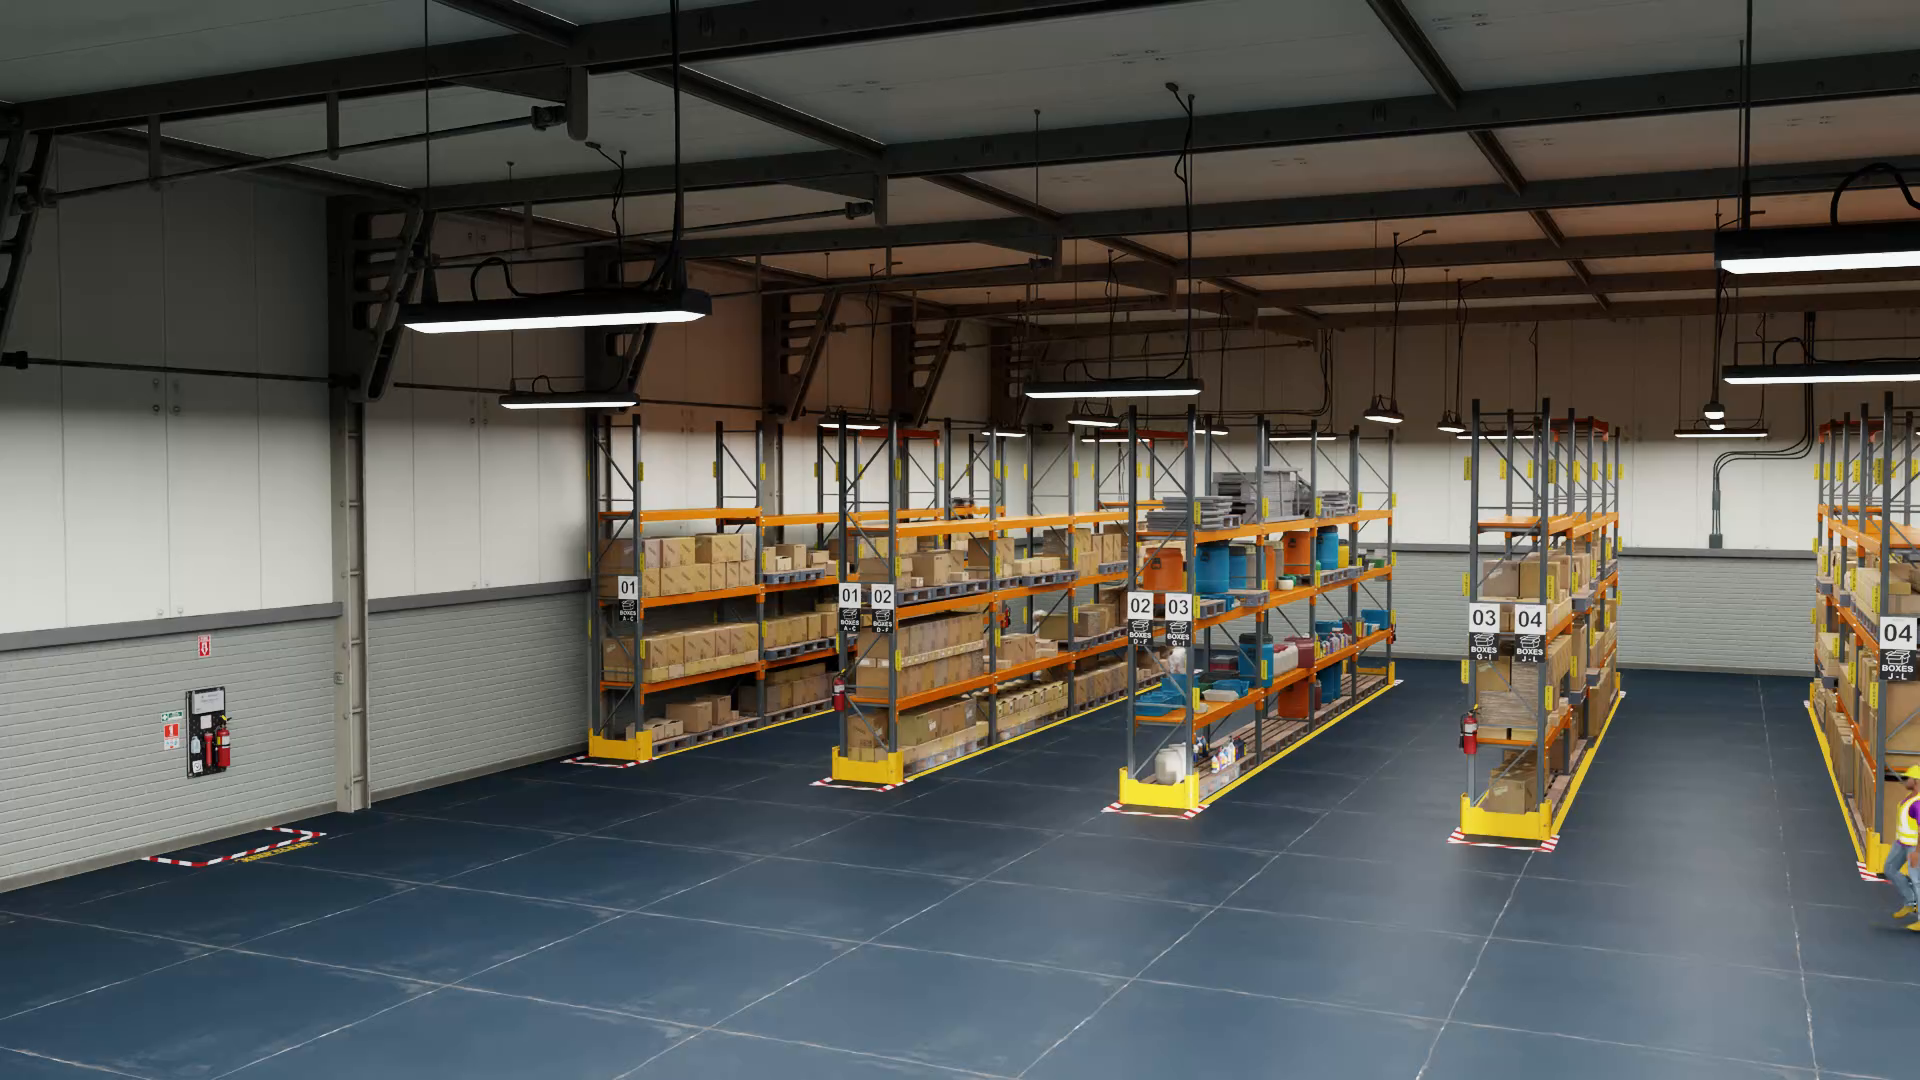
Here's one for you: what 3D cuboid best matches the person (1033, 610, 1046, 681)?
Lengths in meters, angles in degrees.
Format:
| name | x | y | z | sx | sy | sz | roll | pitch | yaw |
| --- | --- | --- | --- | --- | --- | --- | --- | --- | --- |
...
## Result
| name | x | y | z | sx | sy | sz | roll | pitch | yaw |
| --- | --- | --- | --- | --- | --- | --- | --- | --- | --- |
| person | 1.799 | 2.515 | 38.802 | 0.444 | 1.785 | 0.585 | 0 | 2 | 6 |

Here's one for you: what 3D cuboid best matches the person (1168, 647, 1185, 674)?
| name | x | y | z | sx | sy | sz | roll | pitch | yaw |
| --- | --- | --- | --- | --- | --- | --- | --- | --- | --- |
| person | 4.433 | 2.781 | 33.909 | 0.403 | 1.687 | 0.537 | 0 | 2 | 3 |

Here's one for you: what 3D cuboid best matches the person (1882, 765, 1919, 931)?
| name | x | y | z | sx | sy | sz | roll | pitch | yaw |
| --- | --- | --- | --- | --- | --- | --- | --- | --- | --- |
| person | 10.468 | 3.352 | 18.273 | 0.415 | 1.771 | 0.680 | 0 | 2 | 5 |
